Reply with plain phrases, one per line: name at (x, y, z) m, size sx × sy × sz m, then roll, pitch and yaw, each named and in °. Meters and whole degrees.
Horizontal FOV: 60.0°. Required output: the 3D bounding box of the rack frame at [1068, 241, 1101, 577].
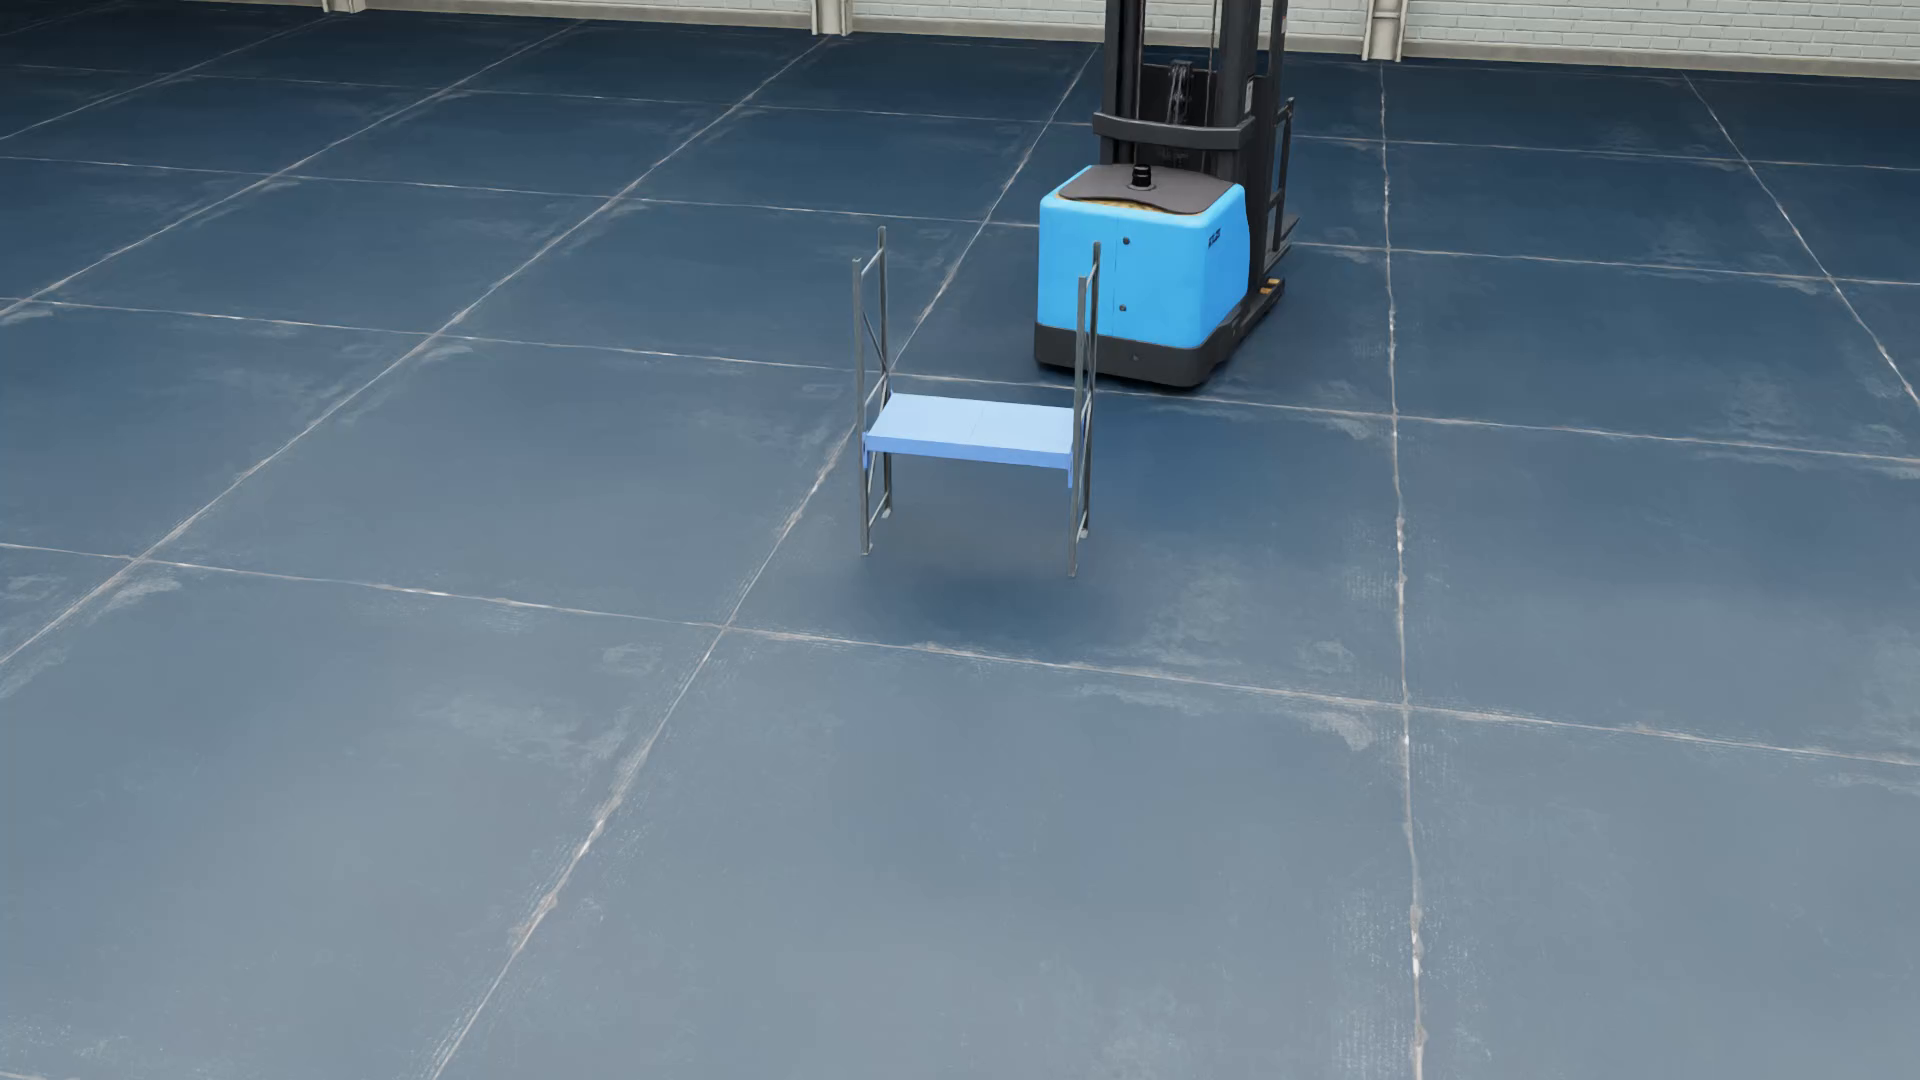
rack frame at (0.581, -0.598, 7.781) m, size 0.032 × 1.500 × 0.500 m, roll 6°, pitch 29°, yaw 11°

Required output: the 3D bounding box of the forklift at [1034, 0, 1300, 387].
forklift at (1.529, -2.867, 10.434) m, size 1.130 × 2.935 × 3.031 m, roll 13°, pitch 31°, yaw 22°

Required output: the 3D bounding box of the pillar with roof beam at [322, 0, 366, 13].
pillar with roof beam at (-8.193, -8.217, 13.888) m, size 0.400 × 9.000 × 9.100 m, roll 6°, pitch 29°, yaw 11°

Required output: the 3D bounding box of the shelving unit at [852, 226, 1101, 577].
shelving unit at (0.083, -0.649, 7.874) m, size 1.048 × 1.500 × 0.538 m, roll 6°, pitch 29°, yaw 11°

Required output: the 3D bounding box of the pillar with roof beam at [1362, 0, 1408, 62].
pillar with roof beam at (3.543, -7.014, 11.690) m, size 0.400 × 9.000 × 9.100 m, roll 6°, pitch 29°, yaw 11°

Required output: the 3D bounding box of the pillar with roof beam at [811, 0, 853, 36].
pillar with roof beam at (-2.325, -7.615, 12.789) m, size 0.400 × 9.000 × 9.100 m, roll 6°, pitch 29°, yaw 11°

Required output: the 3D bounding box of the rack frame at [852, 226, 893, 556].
rack frame at (-0.414, -0.700, 7.967) m, size 0.032 × 1.500 × 0.500 m, roll 6°, pitch 29°, yaw 11°

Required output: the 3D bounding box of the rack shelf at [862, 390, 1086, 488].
rack shelf at (0.083, -0.492, 7.961) m, size 1.000 × 0.185 × 0.538 m, roll 6°, pitch 29°, yaw 11°
